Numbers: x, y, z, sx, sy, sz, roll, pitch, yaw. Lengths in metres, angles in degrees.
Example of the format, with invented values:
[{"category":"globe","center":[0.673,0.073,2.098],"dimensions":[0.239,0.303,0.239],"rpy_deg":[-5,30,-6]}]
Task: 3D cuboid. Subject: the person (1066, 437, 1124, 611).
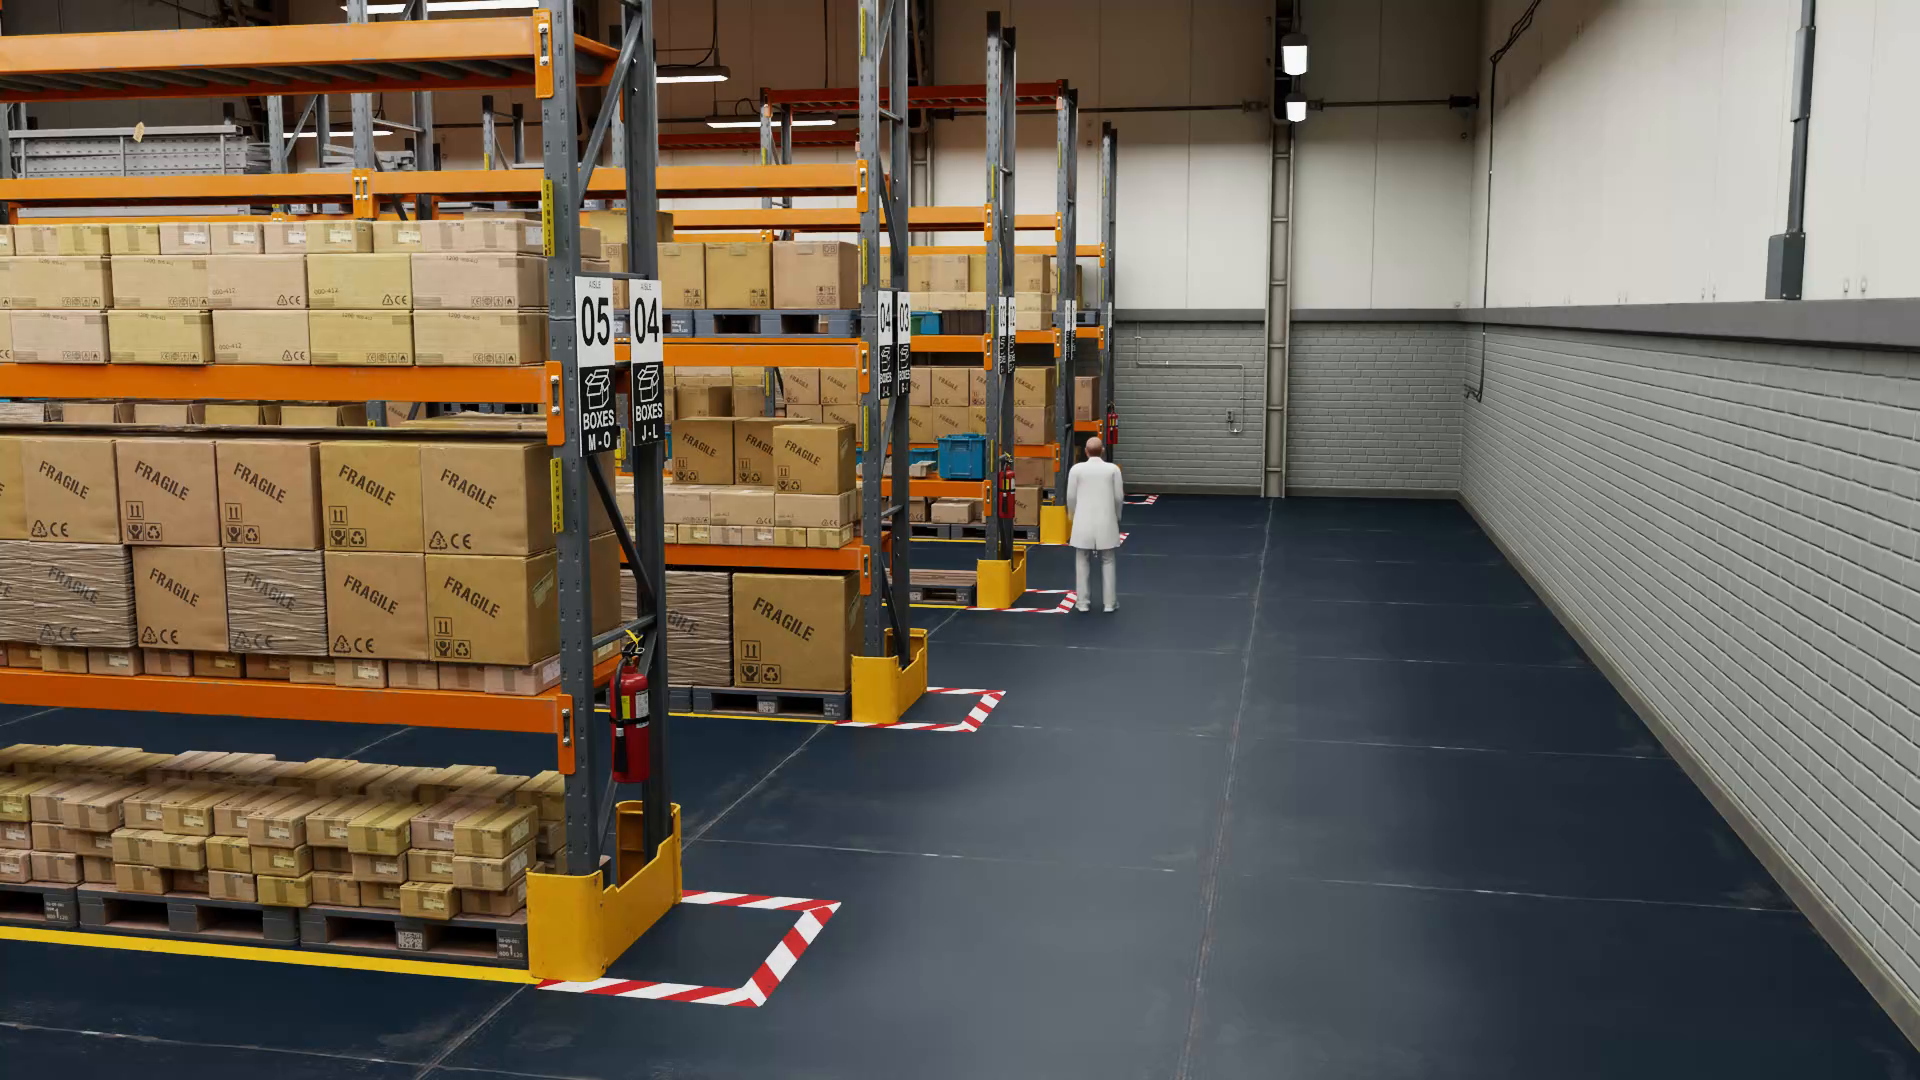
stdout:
[{"category":"person","center":[1.381,-0.161,17.022],"dimensions":[0.586,1.779,0.424],"rpy_deg":[1,8,4]}]
